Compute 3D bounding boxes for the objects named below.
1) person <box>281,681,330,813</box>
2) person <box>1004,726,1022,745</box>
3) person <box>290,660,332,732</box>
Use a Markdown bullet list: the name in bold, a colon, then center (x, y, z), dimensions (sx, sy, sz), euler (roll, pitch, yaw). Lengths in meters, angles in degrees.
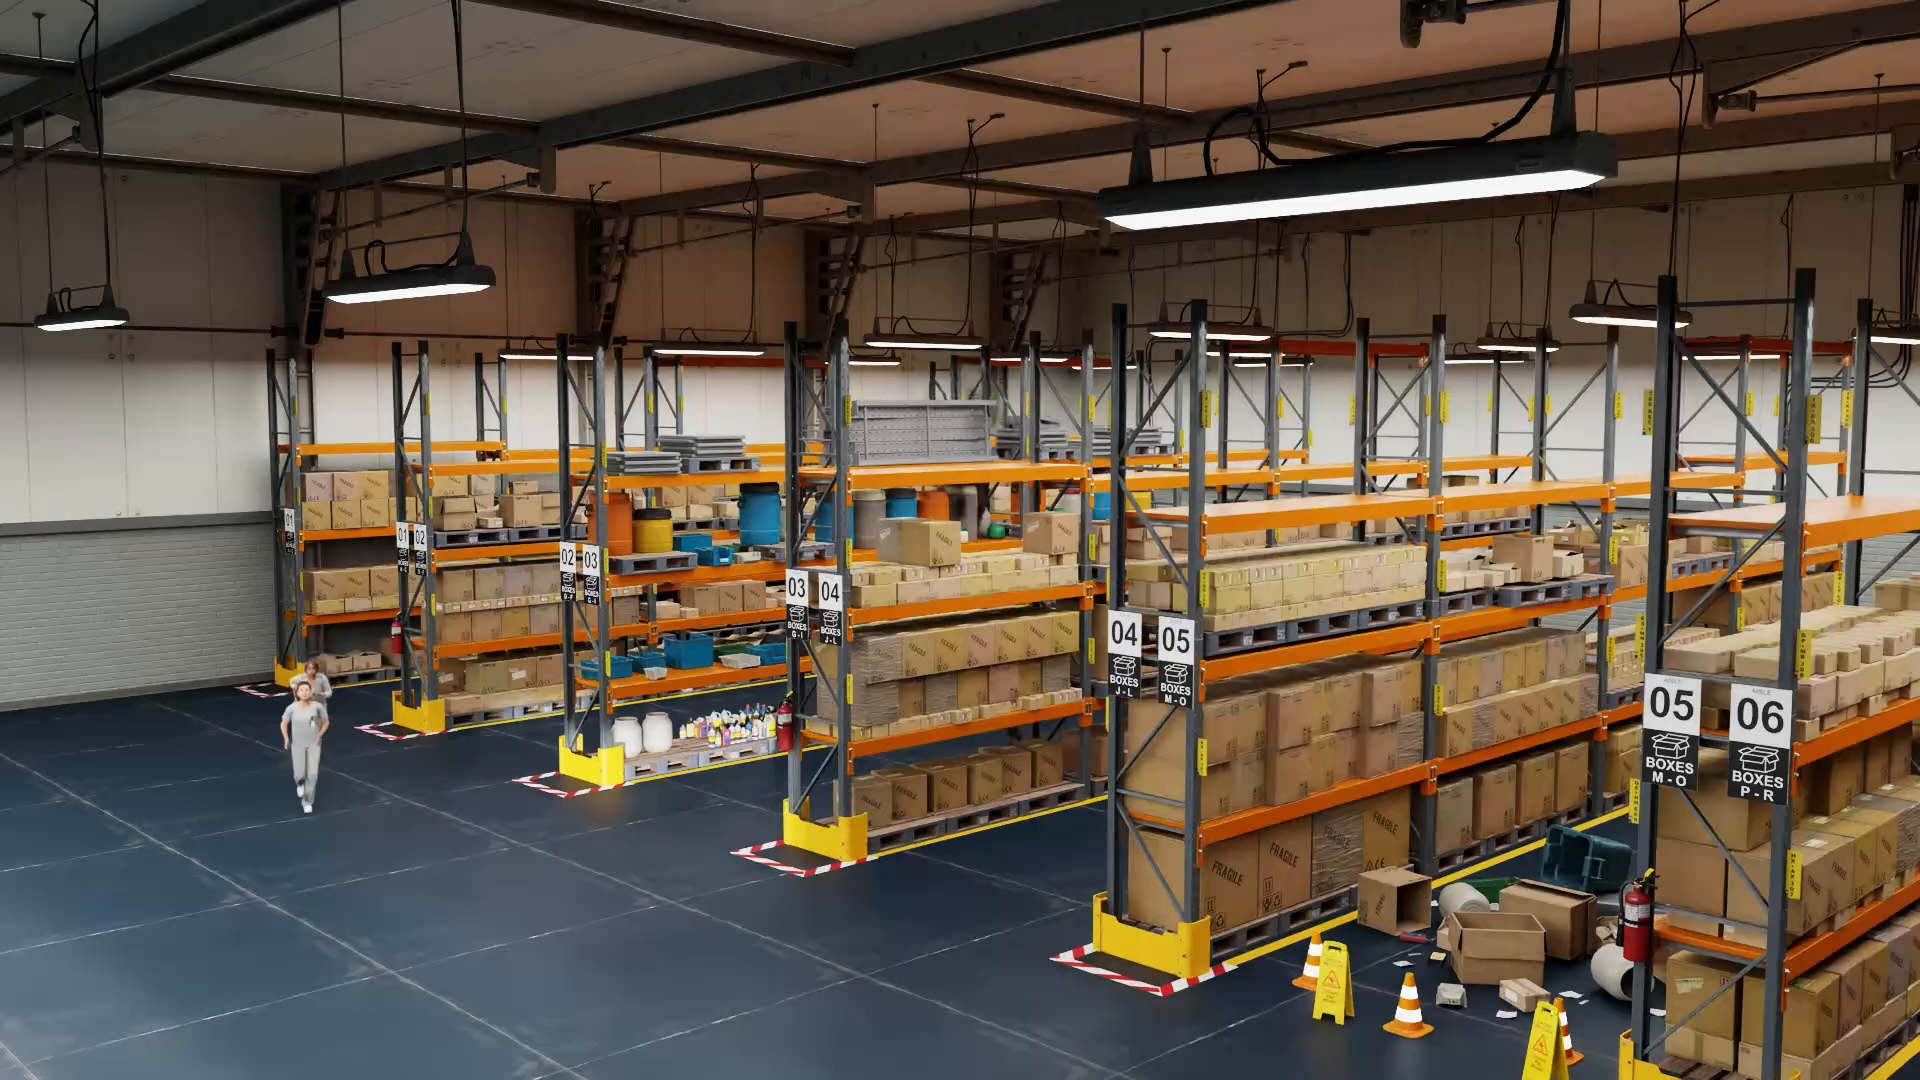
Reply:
- **person**: center (-8.167, 2.566, 20.765), dimensions (0.570, 1.627, 0.570), euler (-2, 5, -22)
- **person**: center (0.667, 2.084, 23.086), dimensions (0.572, 1.661, 0.590), euler (-4, 7, -41)
- **person**: center (-8.983, 2.392, 23.048), dimensions (0.525, 1.525, 0.805), euler (-2, 5, -24)
